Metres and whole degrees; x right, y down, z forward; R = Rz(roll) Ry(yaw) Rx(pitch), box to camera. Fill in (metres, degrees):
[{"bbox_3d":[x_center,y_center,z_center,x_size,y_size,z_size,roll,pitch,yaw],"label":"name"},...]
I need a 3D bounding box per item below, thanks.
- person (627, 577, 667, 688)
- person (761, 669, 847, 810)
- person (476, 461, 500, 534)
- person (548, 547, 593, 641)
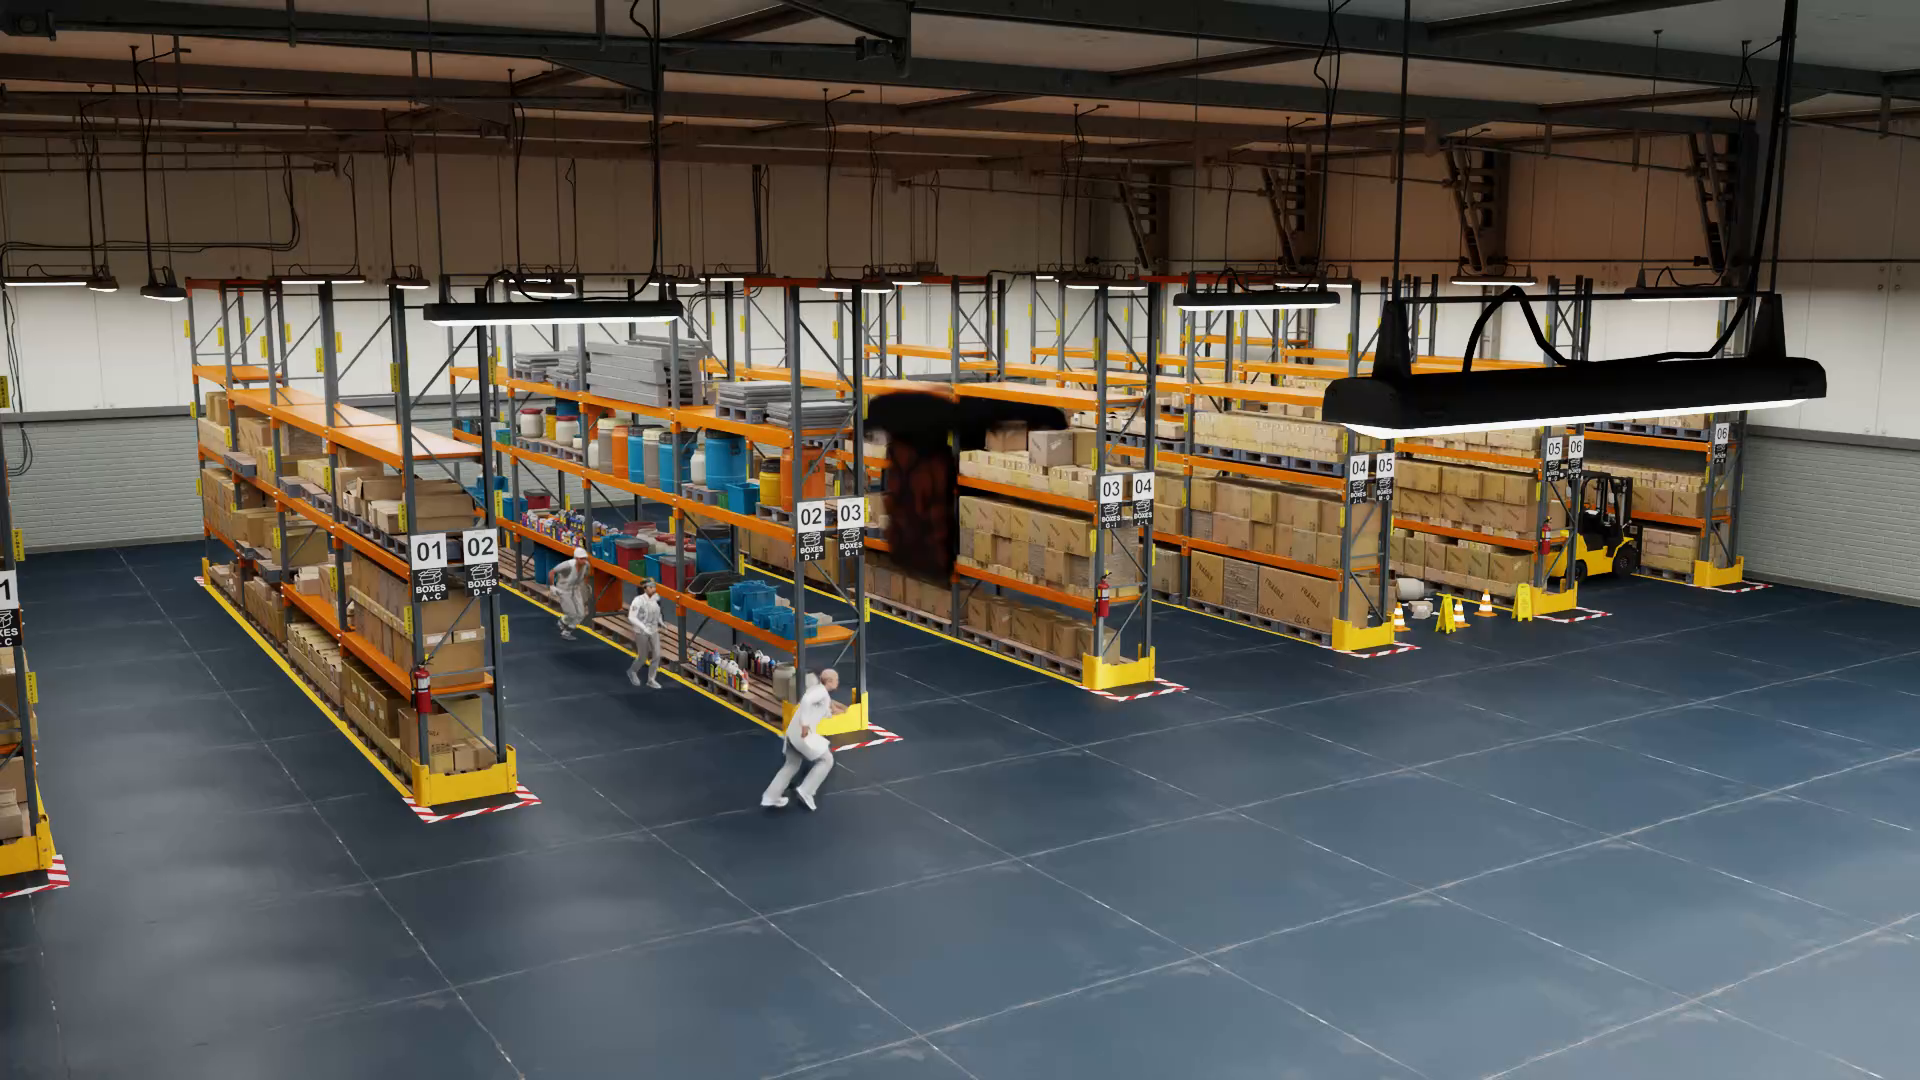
[{"bbox_3d":[-4.526,1.315,23.783,0.611,1.667,0.698,-9,13,-44],"label":"person"},{"bbox_3d":[-1.794,2.342,19.239,1.045,1.682,0.754,-3,10,-15],"label":"person"},{"bbox_3d":[-10.733,-0.914,38.141,0.849,1.824,0.681,-2,10,-9],"label":"person"},{"bbox_3d":[-6.209,0.865,26.500,0.846,1.561,0.690,9,13,43],"label":"person"}]
